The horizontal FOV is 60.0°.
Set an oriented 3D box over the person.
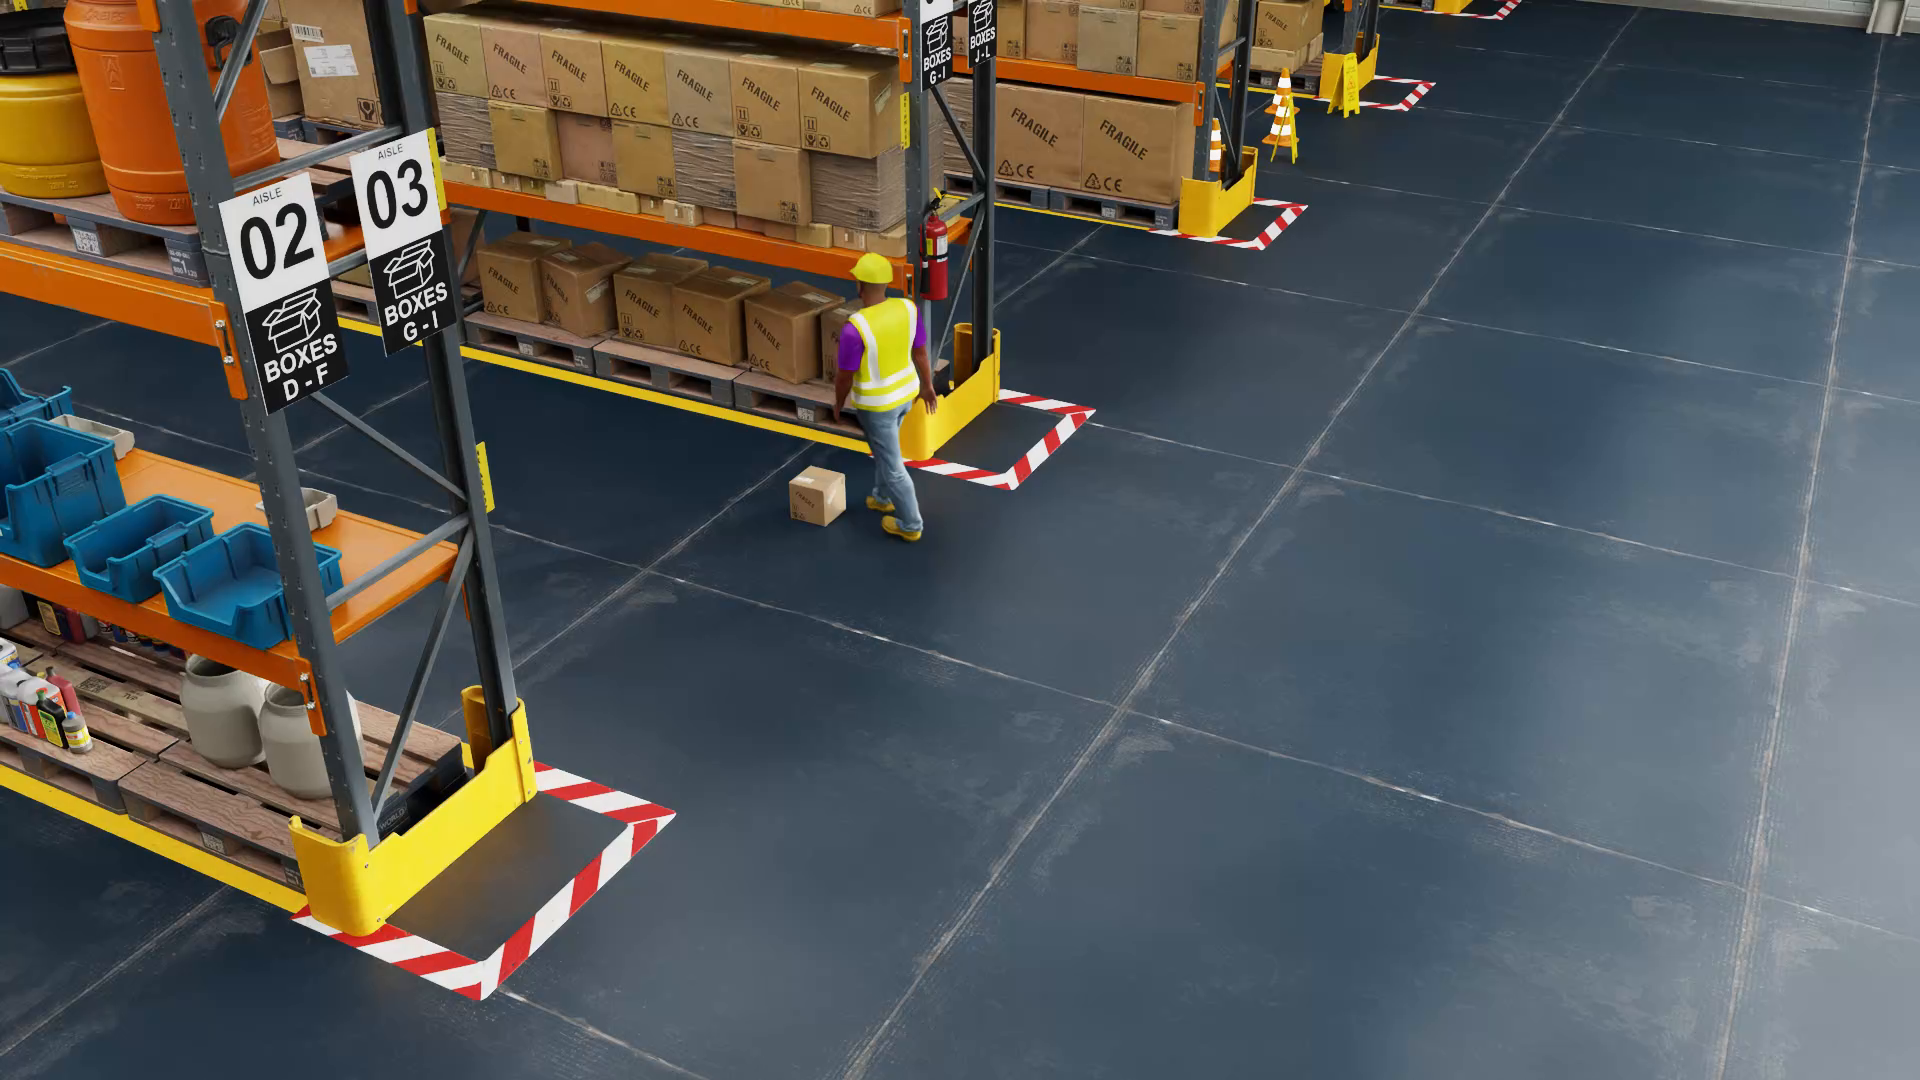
[{"bbox_3d":[-0.491,-0.829,9.712,0.641,1.789,0.627,24,38,35],"label":"person"}]
